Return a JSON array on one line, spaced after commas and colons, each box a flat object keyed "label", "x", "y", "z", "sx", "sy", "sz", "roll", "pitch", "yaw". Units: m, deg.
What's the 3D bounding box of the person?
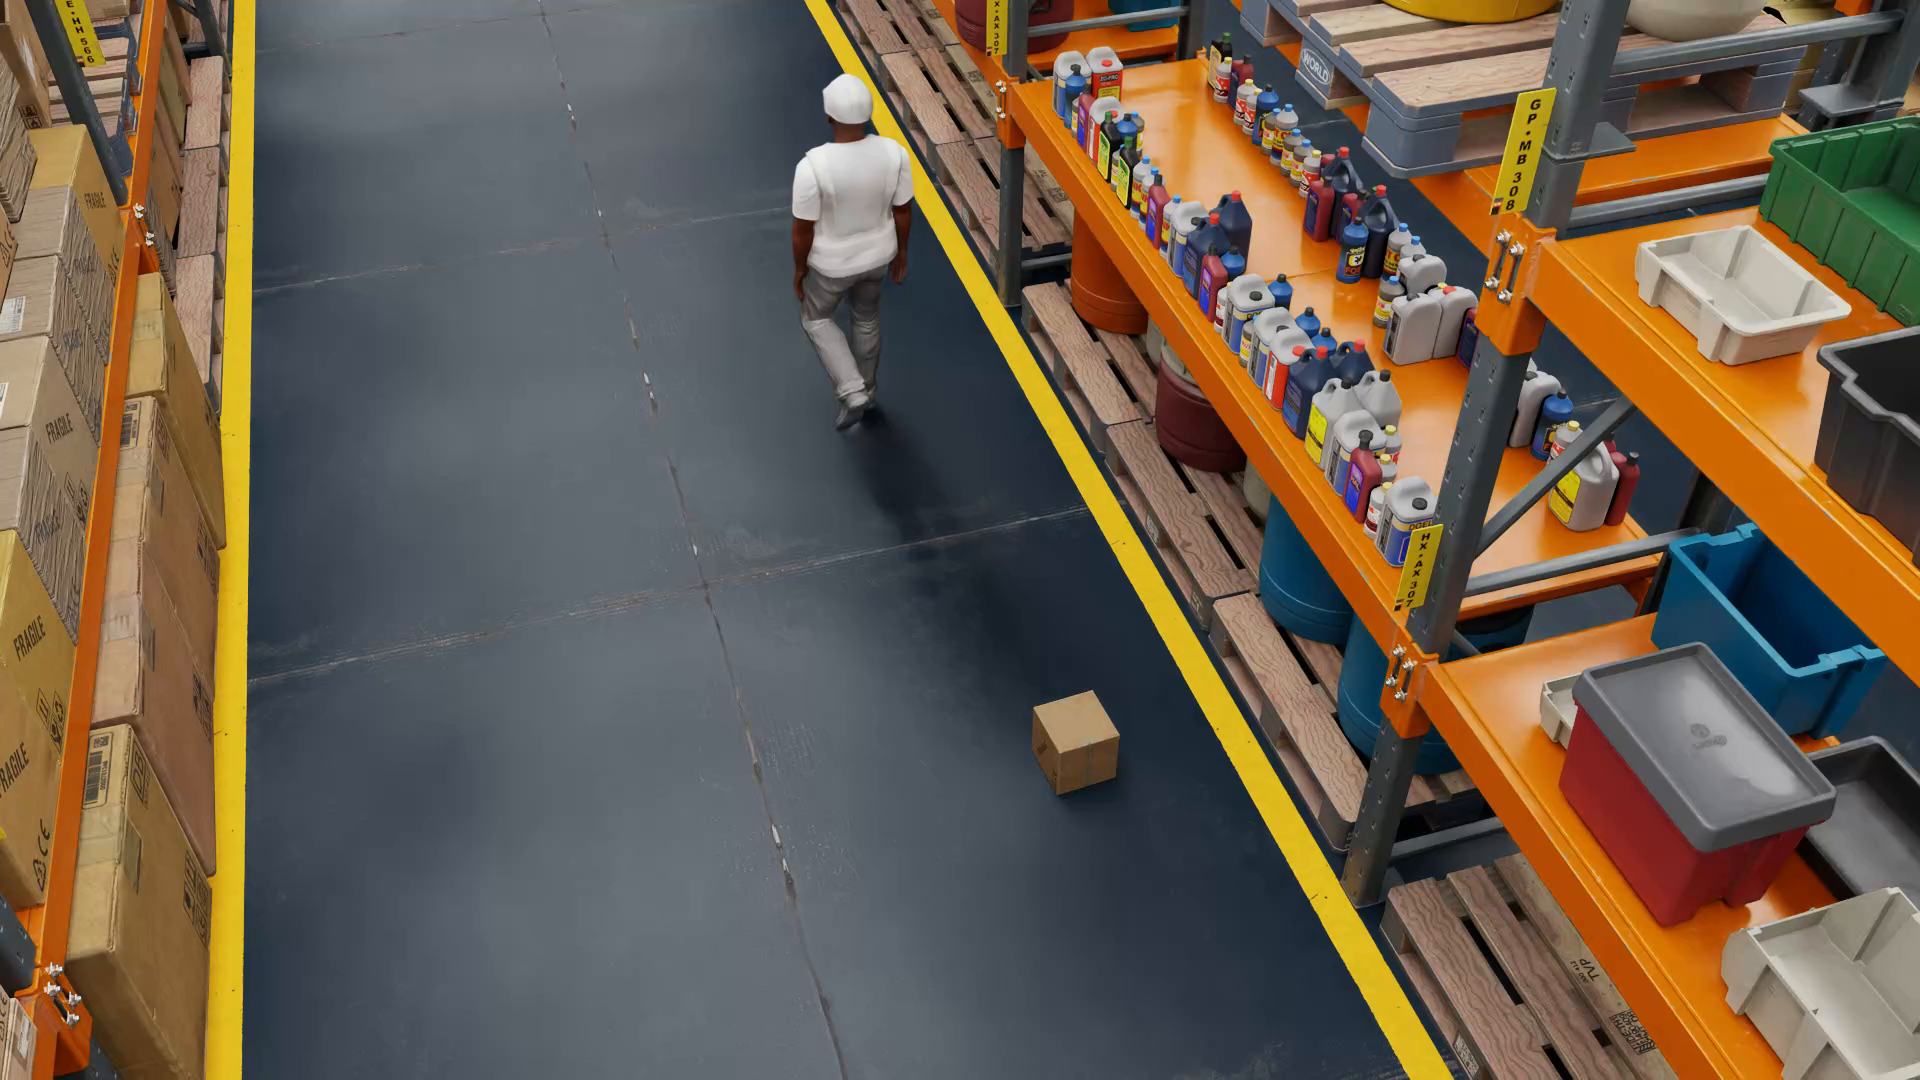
[{"label": "person", "x": -0.485, "y": -1.278, "z": 7.524, "sx": 0.571, "sy": 1.755, "sz": 0.602, "roll": -17, "pitch": 45, "yaw": -18}]
